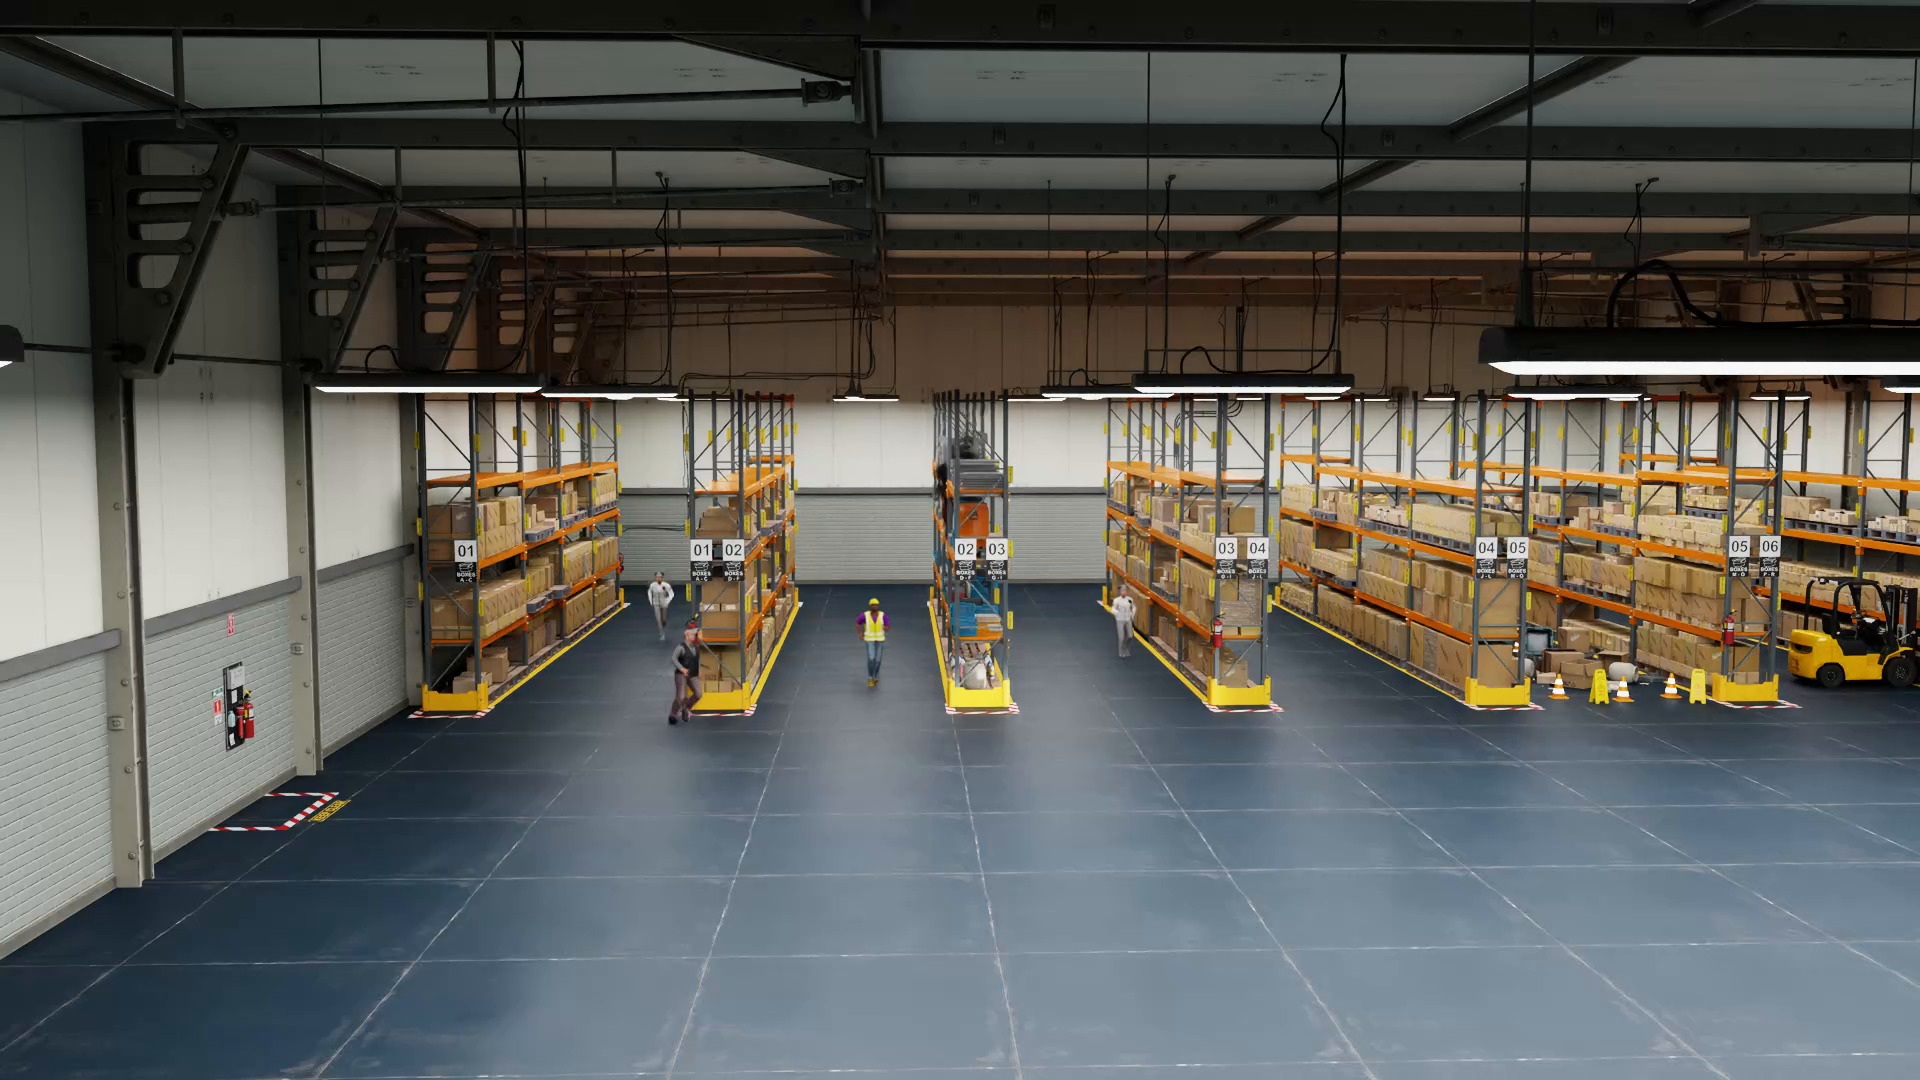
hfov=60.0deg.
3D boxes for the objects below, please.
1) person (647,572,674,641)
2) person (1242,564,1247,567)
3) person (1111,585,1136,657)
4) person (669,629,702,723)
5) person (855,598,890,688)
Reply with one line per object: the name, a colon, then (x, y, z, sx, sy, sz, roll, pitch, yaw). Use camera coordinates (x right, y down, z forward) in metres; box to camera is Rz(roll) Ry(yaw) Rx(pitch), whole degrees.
person: (-7.324, 1.592, 40.661, 0.643, 1.676, 0.747, 0, 5, -4)
person: (8.155, 0.940, 48.096, 0.711, 1.789, 0.749, 2, 5, 19)
person: (3.715, 1.829, 37.425, 0.600, 1.658, 0.579, 0, 5, -6)
person: (-4.872, 2.444, 29.930, 0.602, 1.666, 0.714, 4, 6, 44)
person: (-1.741, 2.093, 33.805, 0.674, 1.812, 0.702, -1, 5, -16)
